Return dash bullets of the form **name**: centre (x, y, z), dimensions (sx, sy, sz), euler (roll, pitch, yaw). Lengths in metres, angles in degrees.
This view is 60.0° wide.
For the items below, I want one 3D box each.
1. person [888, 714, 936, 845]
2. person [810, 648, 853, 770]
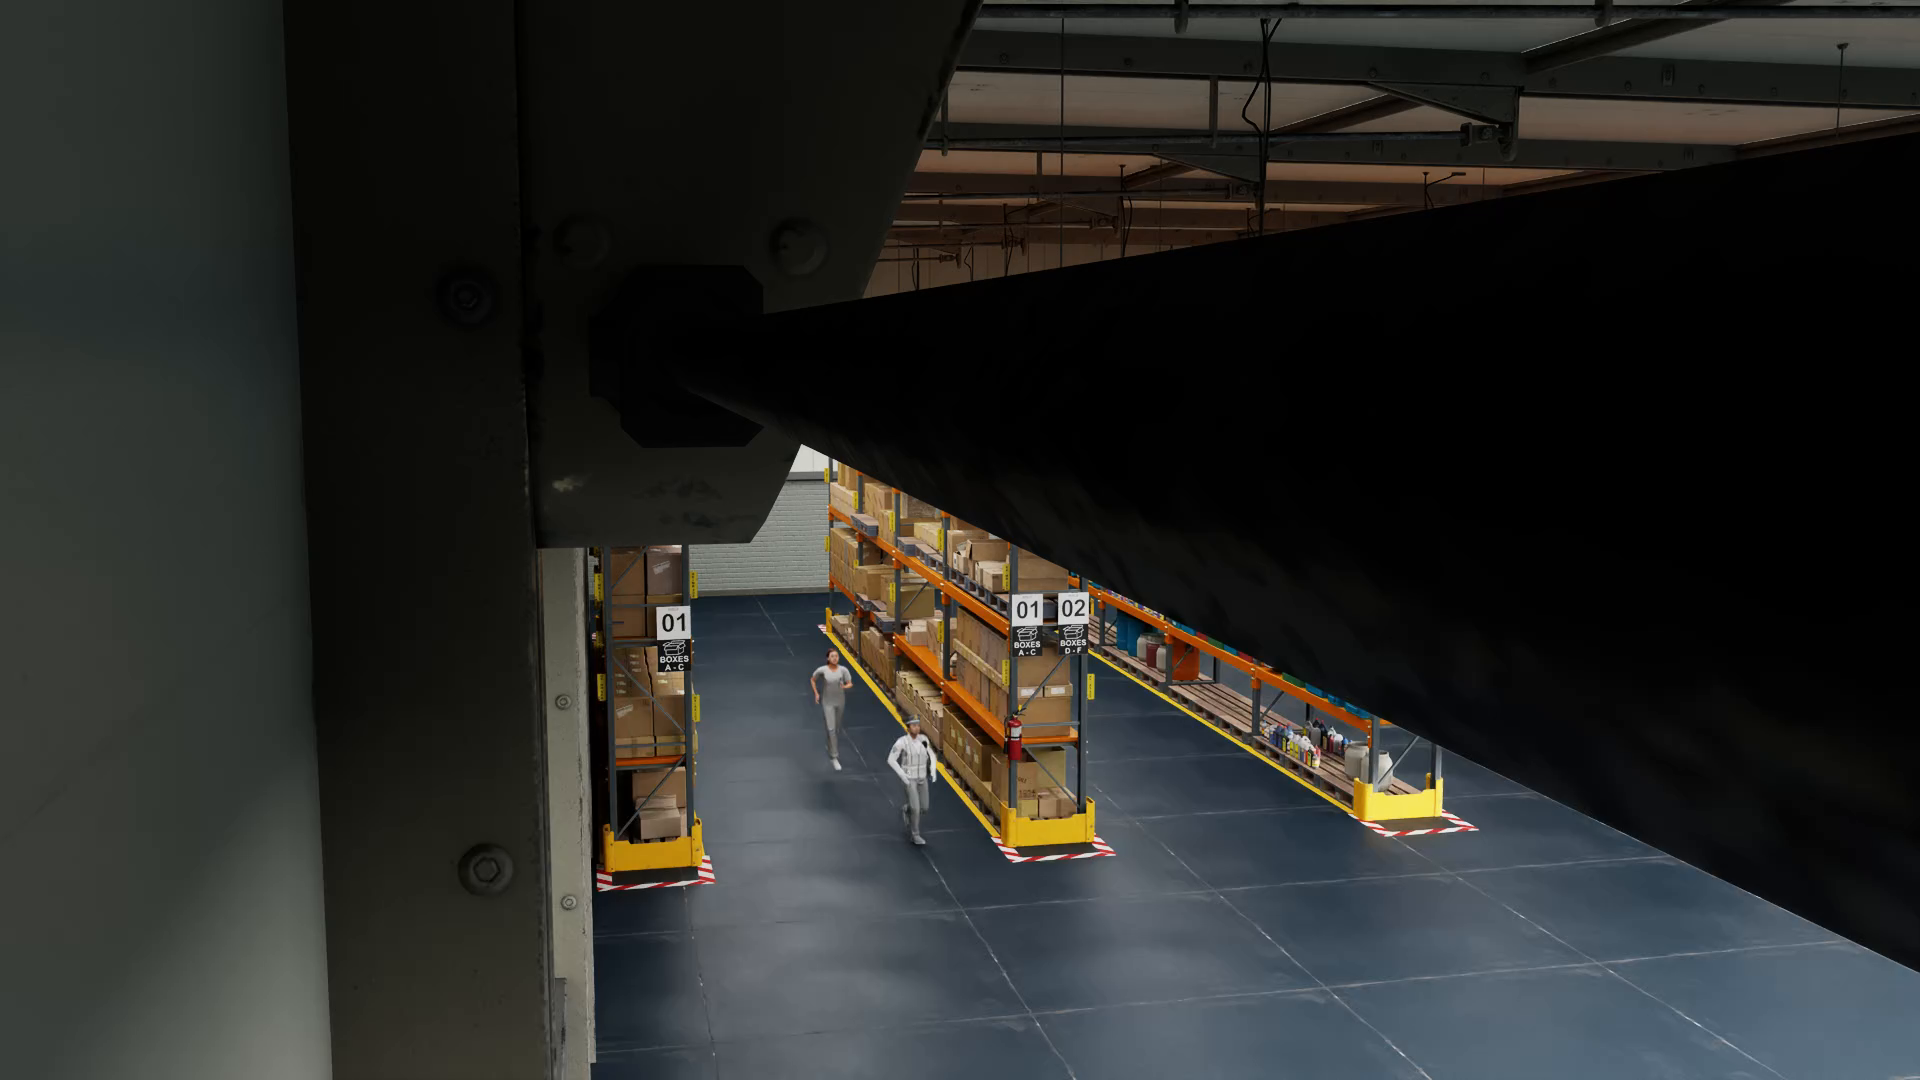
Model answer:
- **person**: centre (-0.616, 3.001, 21.145), dimensions (0.661, 1.646, 0.654), euler (-4, 8, -30)
- **person**: centre (-1.822, 2.390, 23.947), dimensions (0.558, 1.678, 0.901), euler (-3, 7, -22)
